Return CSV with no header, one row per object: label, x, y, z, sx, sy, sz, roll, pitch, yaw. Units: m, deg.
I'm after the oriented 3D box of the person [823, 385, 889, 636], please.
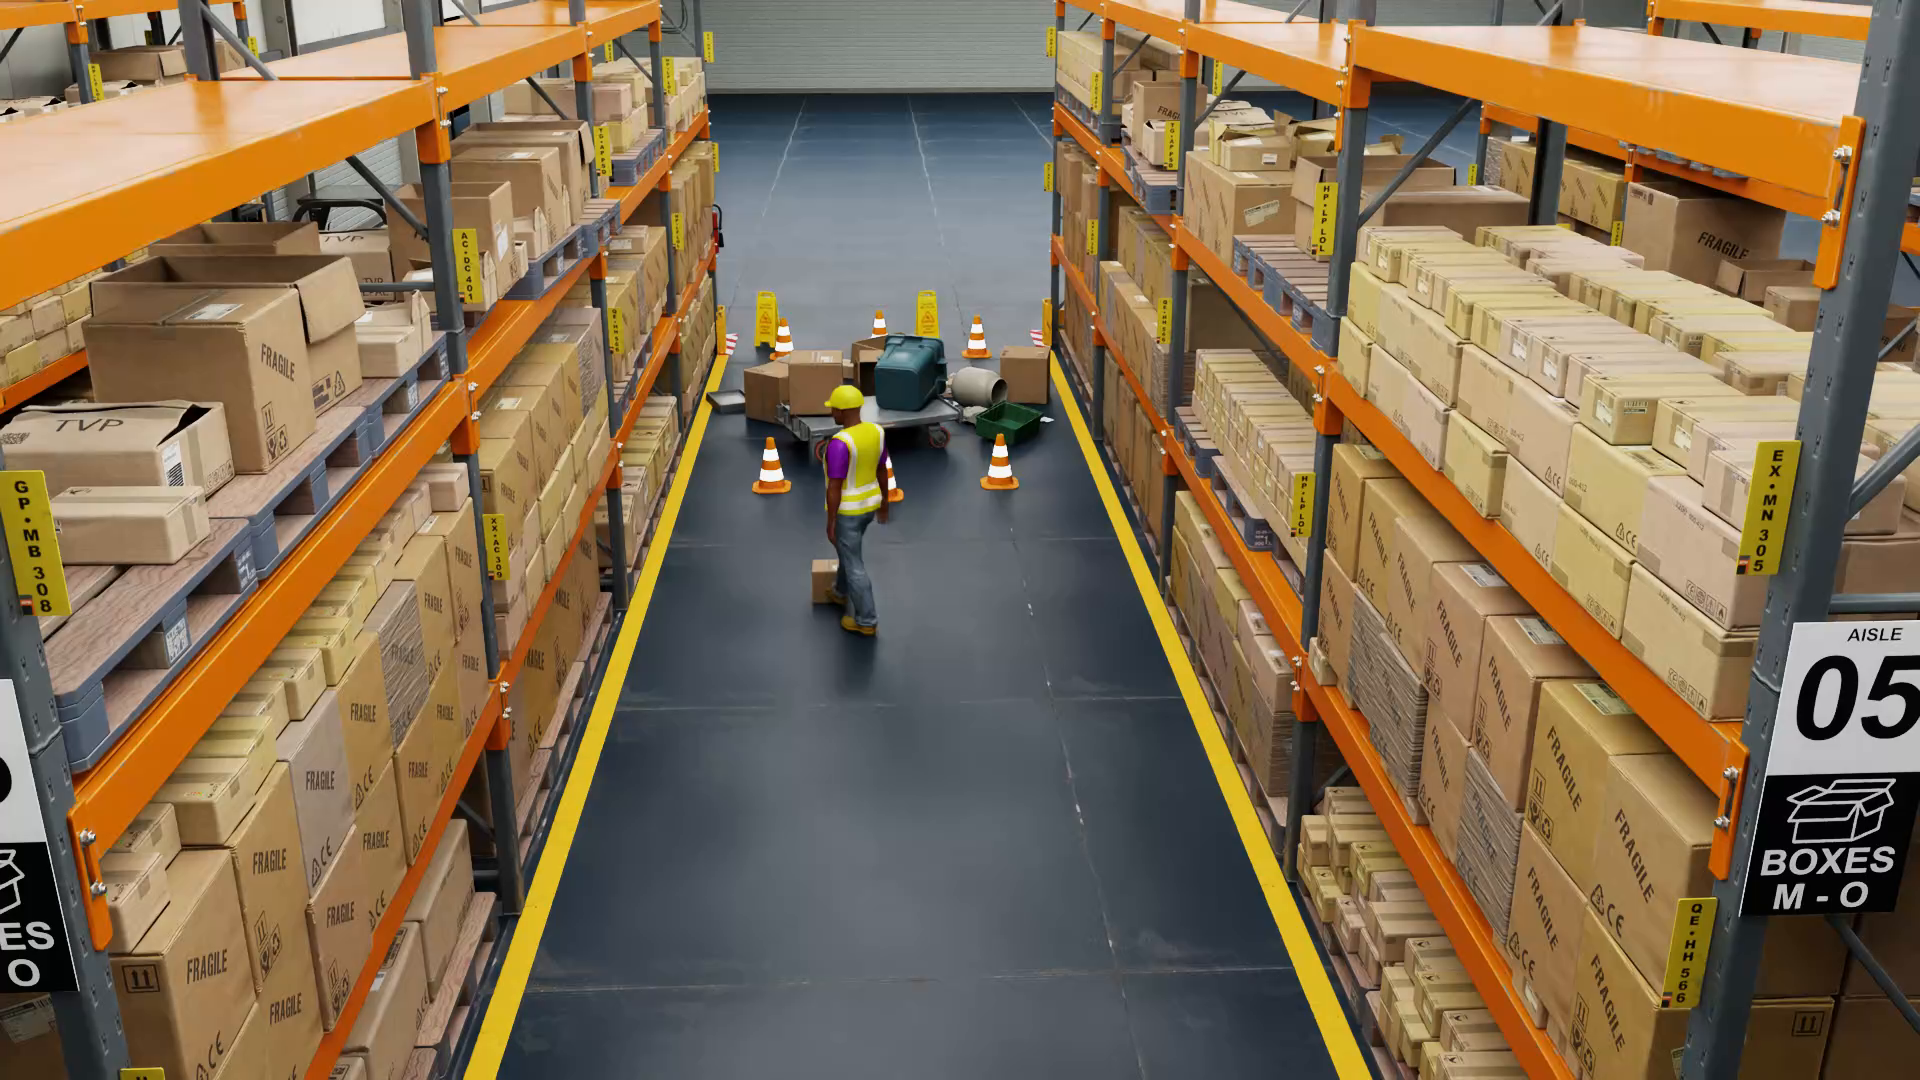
person,-0.853,-0.259,11.714,0.816,1.746,0.614,15,25,35
